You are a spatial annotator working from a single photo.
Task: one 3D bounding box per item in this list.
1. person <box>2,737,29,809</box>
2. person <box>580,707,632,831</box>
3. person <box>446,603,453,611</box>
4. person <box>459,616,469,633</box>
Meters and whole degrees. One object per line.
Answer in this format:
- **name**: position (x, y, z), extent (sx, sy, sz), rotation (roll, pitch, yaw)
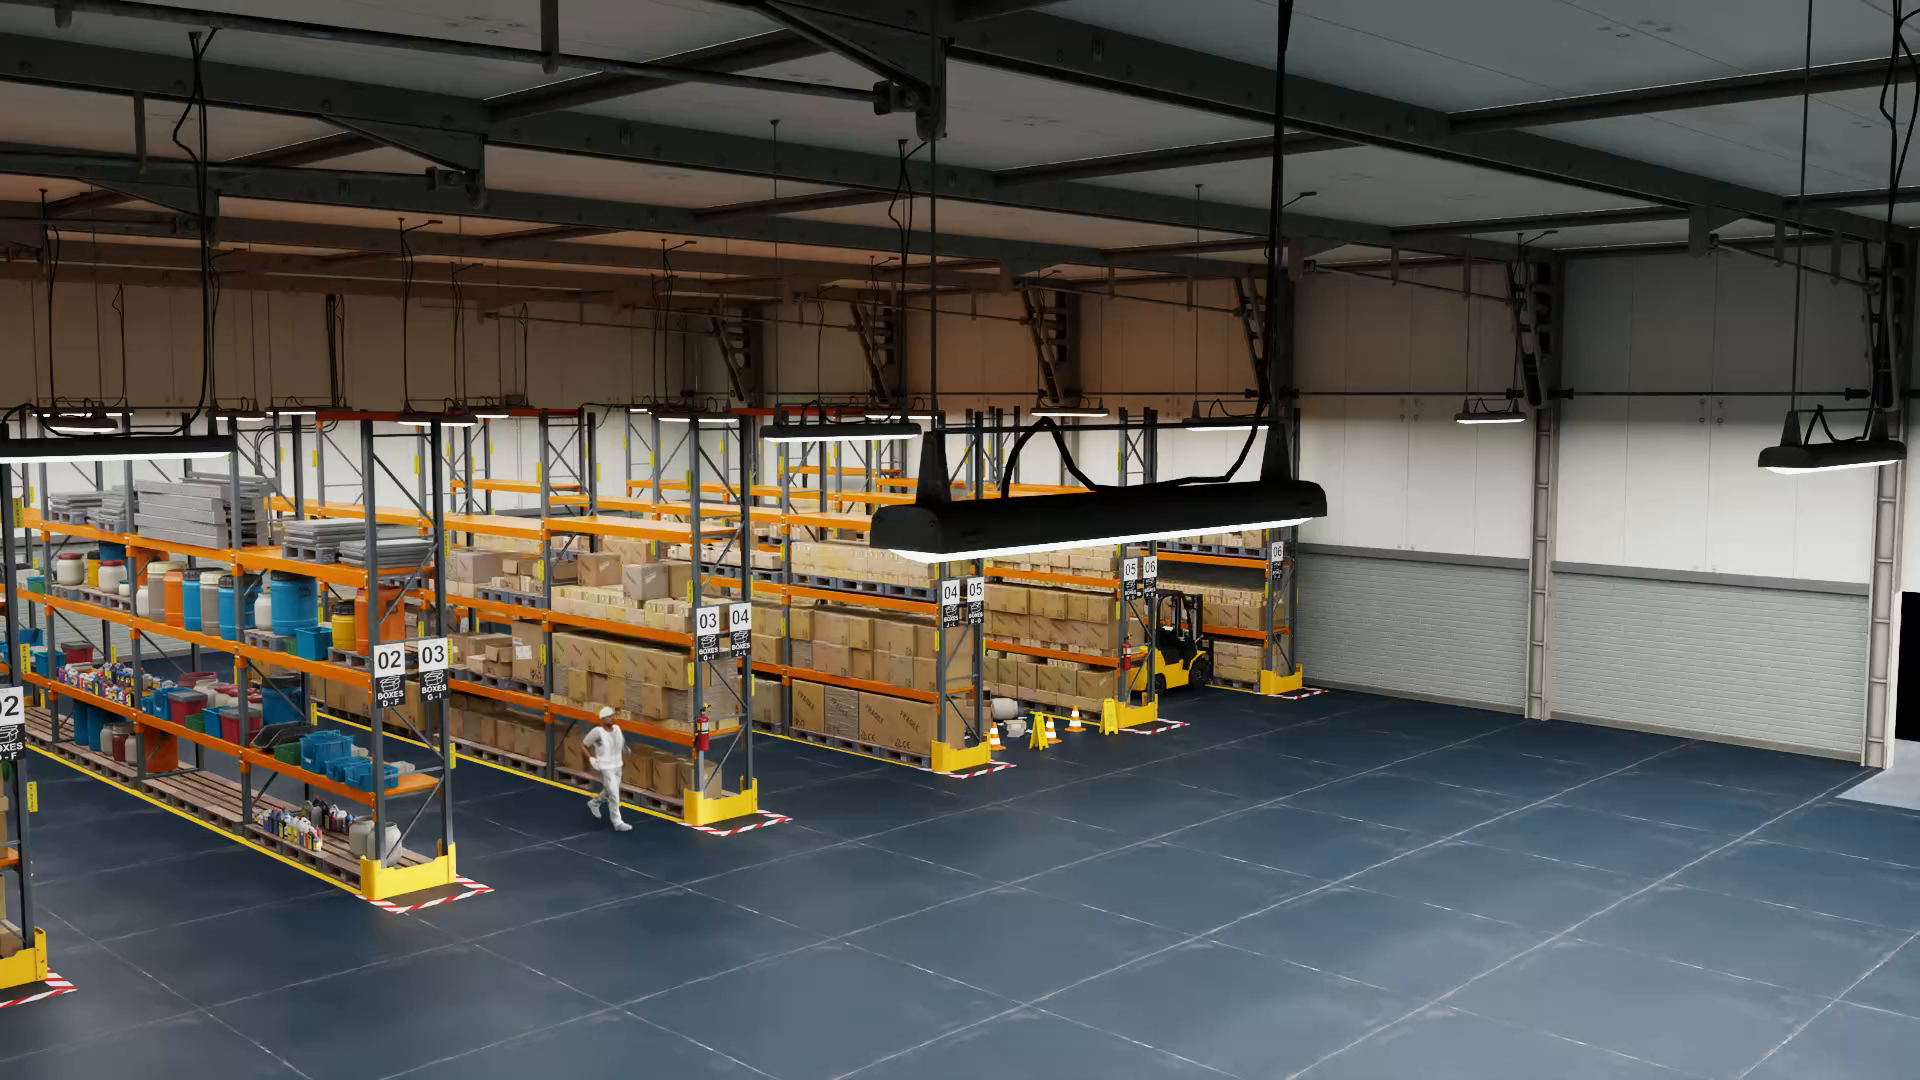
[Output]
- **person**: position (-14.474, 3.207, 25.263), extent (0.931, 1.789, 0.656), rotation (3, 6, 33)
- **person**: position (-5.110, 3.300, 24.113), extent (0.960, 1.770, 0.704), rotation (3, 6, 32)
- **person**: position (-12.369, 1.991, 40.259), extent (0.882, 1.553, 0.637), rotation (-3, 6, -33)
- **person**: position (-12.089, 1.869, 40.575), extent (0.614, 1.738, 0.657), rotation (-4, 7, -40)
